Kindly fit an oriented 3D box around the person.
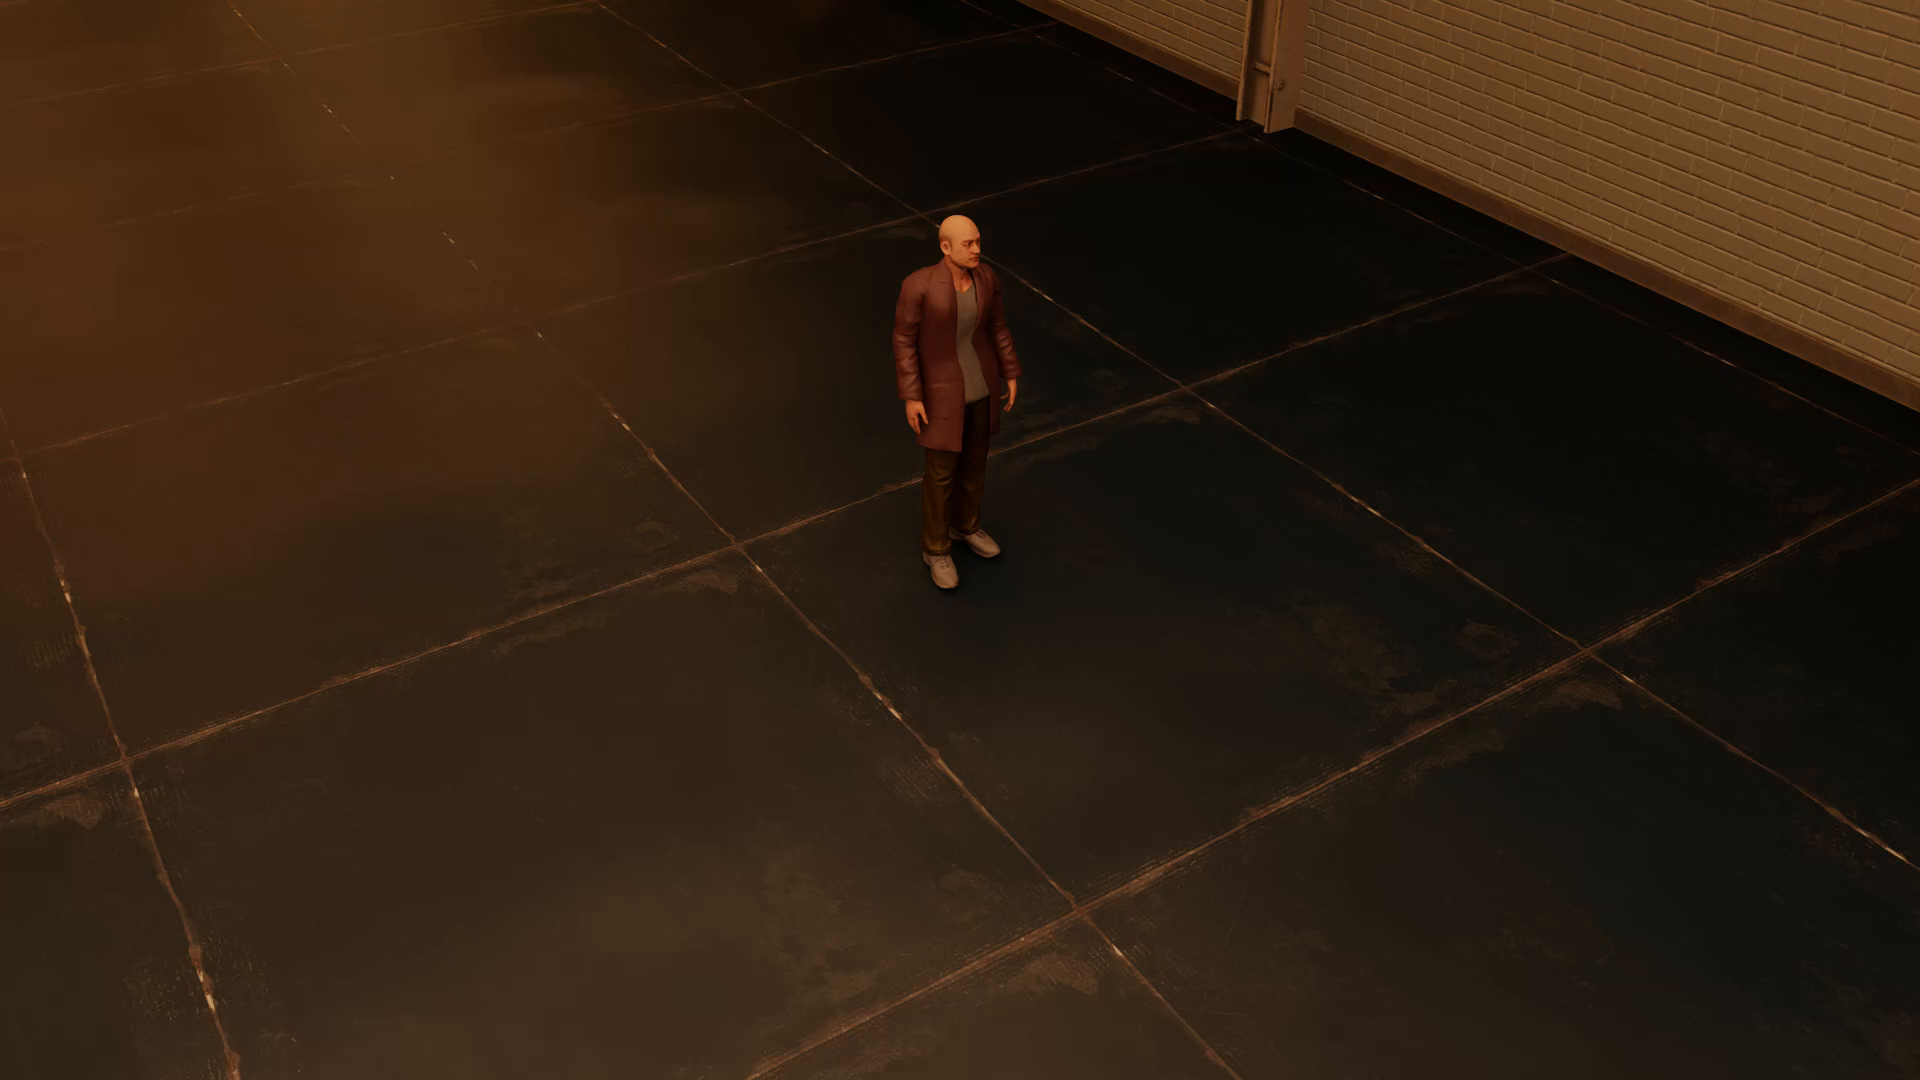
[{"bbox_3d":[0.045,-0.688,8.118,0.696,1.775,0.582,-21,40,-27],"label":"person"}]
